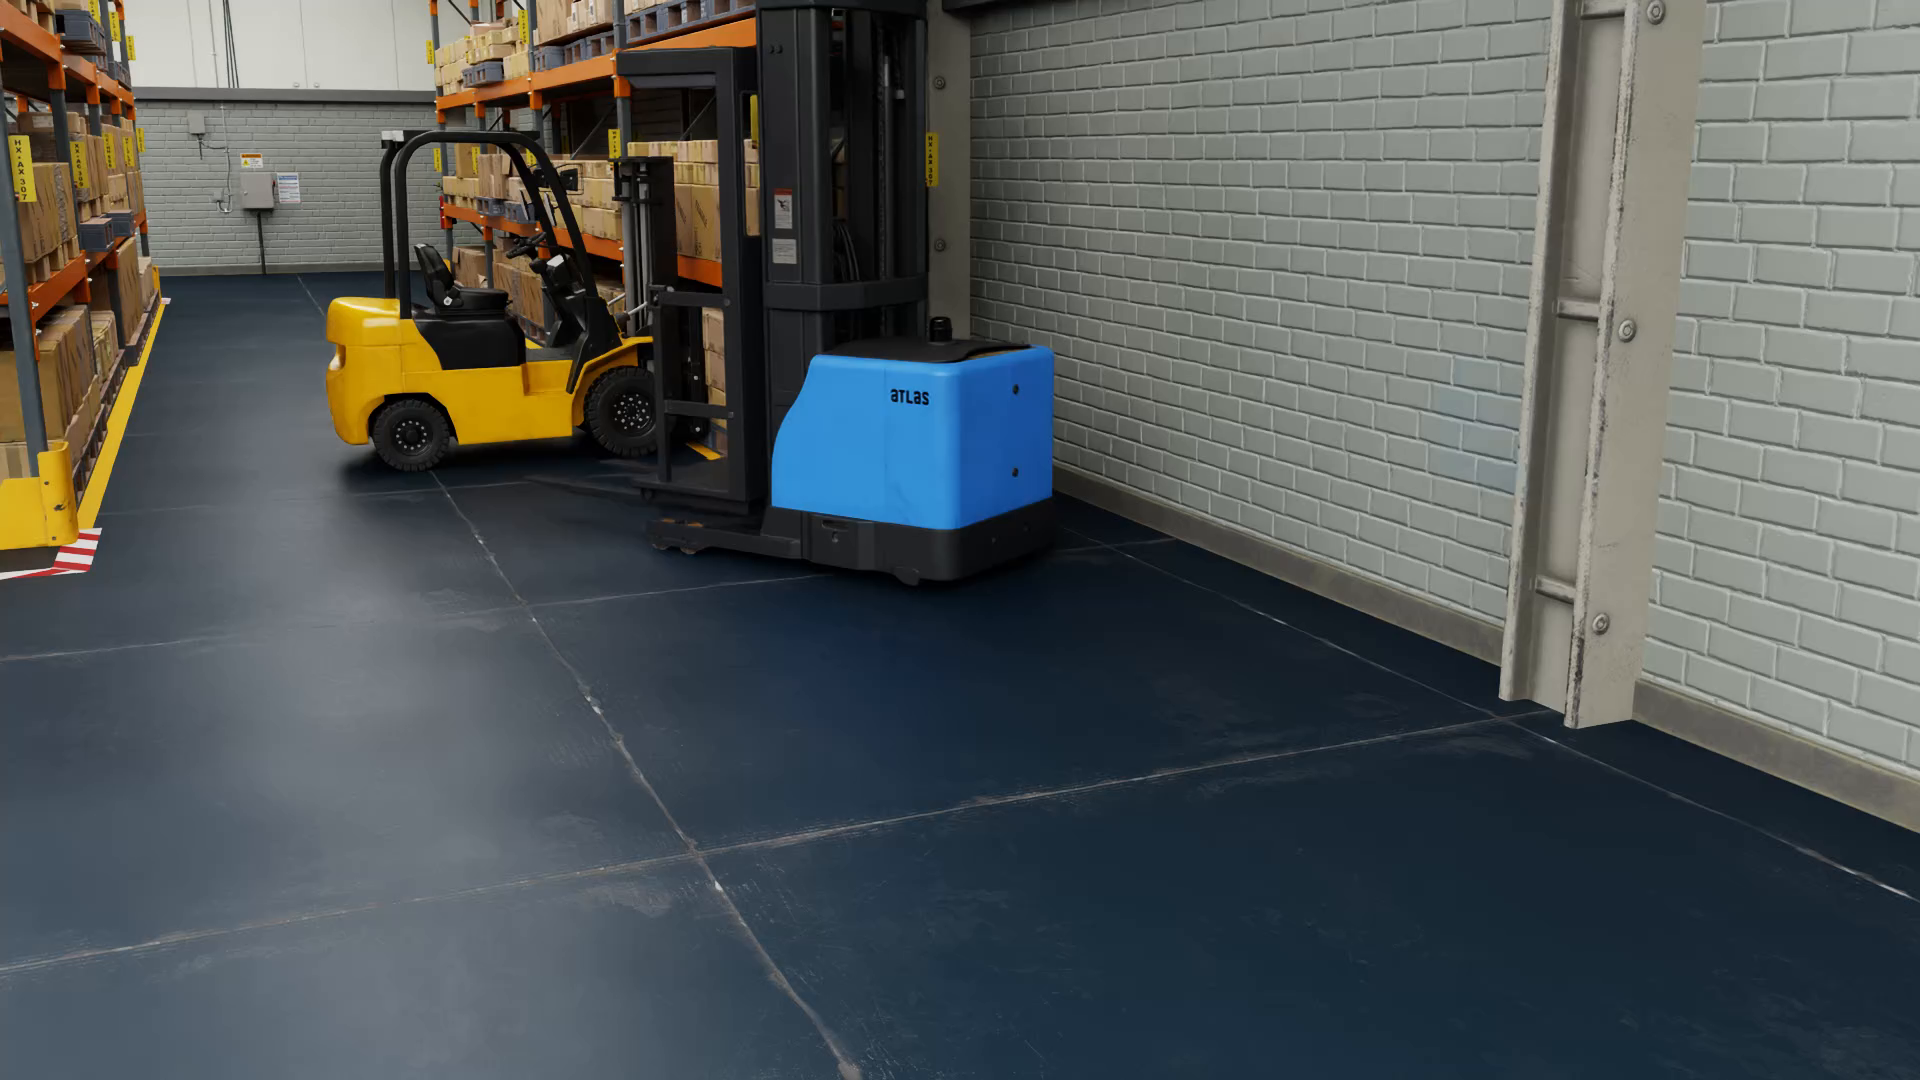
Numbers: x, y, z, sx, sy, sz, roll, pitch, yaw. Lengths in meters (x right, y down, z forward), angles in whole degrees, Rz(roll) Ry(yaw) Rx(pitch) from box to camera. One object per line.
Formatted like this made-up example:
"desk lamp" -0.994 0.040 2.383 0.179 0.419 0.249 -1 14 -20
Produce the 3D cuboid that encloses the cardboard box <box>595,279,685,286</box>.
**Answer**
"cardboard box" -3.122 -2.151 15.848 0.875 0.625 0.625 -6 14 -25

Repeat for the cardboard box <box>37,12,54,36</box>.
"cardboard box" -6.436 -3.533 11.387 0.380 0.149 0.250 -6 14 -23

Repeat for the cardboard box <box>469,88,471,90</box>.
"cardboard box" -6.010 -5.771 21.057 0.380 0.149 0.250 -6 14 -23

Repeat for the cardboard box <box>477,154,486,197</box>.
"cardboard box" -5.511 -4.467 20.364 0.700 0.500 0.500 -5 14 -22

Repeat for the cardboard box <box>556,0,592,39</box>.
"cardboard box" -3.423 -4.889 15.312 0.500 0.500 0.500 -5 14 -22

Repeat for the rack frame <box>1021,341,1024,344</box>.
"rack frame" 0.278 -0.518 8.778 0.008 1.050 0.200 9 16 33

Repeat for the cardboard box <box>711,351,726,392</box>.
"cardboard box" -1.366 -1.140 11.200 0.500 0.250 0.500 -6 14 -24

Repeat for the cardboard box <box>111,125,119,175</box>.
"cardboard box" -9.018 -4.032 17.201 0.500 0.500 0.500 -5 14 -22

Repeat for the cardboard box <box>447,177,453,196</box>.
"cardboard box" -6.965 -5.010 23.535 0.500 0.250 0.500 -5 14 -22

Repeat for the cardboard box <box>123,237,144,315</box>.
"cardboard box" -9.725 -2.933 18.671 0.875 0.875 0.875 -5 14 -21

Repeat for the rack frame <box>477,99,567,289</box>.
"rack frame" -5.500 -4.333 20.941 1.000 3.000 0.127 -6 14 -23

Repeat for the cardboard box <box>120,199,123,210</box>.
"cardboard box" -9.248 -3.530 17.803 0.500 0.250 0.500 -6 14 -24

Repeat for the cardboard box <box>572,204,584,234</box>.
"cardboard box" -3.328 -3.003 15.524 0.500 0.250 0.500 -5 14 -21

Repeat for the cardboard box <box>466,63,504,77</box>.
"cardboard box" -5.923 -5.944 20.919 0.500 0.250 0.500 -6 14 -23

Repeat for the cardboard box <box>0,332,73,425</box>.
"cardboard box" -5.533 -0.940 9.781 0.500 0.500 0.500 -6 14 -25

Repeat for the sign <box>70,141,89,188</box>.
"sign" -6.348 -2.704 11.980 0.100 0.325 0.005 -6 14 -23

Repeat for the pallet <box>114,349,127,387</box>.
"pallet" -8.133 -1.538 15.046 1.003 0.211 1.213 -6 14 -23

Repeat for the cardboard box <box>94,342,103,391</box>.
"cardboard box" -7.054 -1.264 12.576 0.950 0.372 0.625 -5 14 -22

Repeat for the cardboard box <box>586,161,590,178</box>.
"cardboard box" -3.175 -3.357 15.063 0.380 0.149 0.250 -5 14 -22

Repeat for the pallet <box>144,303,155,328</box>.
"pallet" -10.280 -2.690 20.025 1.003 0.211 1.213 -6 14 -23

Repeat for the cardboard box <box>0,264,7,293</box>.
"cardboard box" -5.186 -1.372 8.701 0.380 0.149 0.250 -6 14 -23

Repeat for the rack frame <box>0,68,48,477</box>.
"rack frame" -5.240 -1.405 8.289 1.000 3.000 0.127 -6 14 -23

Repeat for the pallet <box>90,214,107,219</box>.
"pallet" -7.614 -2.559 13.701 1.003 0.211 1.213 -6 14 -23

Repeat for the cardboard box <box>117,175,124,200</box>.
"cardboard box" -9.007 -3.672 17.309 0.500 0.250 0.500 -5 14 -22

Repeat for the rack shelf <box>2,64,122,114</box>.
"rack shelf" -9.246 -4.582 16.958 1.077 0.370 4.000 -6 14 -23

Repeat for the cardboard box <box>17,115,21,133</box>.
"cardboard box" -7.236 -3.290 13.182 0.380 0.149 0.250 -5 14 -20

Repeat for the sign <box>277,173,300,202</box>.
"sign" -11.576 -6.074 28.674 0.329 0.494 0.001 -6 14 -23

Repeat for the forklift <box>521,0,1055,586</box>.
"forklift" -1.033 -1.443 8.603 3.031 2.935 1.130 8 15 32

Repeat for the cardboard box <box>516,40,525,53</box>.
"cardboard box" -4.568 -5.300 17.915 0.380 0.149 0.250 -6 14 -23

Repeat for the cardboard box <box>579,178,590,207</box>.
"cardboard box" -3.139 -3.141 15.014 0.500 0.250 0.500 -5 14 -22

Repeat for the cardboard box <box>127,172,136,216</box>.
"cardboard box" -9.995 -4.054 19.511 0.500 0.500 0.500 -5 14 -21

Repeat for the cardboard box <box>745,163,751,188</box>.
"cardboard box" -1.218 -2.315 10.562 0.380 0.149 0.250 -5 14 -22

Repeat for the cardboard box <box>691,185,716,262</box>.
"cardboard box" -1.536 -2.195 11.479 0.500 0.500 0.500 -6 14 -24

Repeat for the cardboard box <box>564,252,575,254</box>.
"cardboard box" -4.685 -3.371 19.955 0.380 0.149 0.250 -5 14 -21

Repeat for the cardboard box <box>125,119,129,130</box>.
"cardboard box" -10.954 -5.355 21.476 0.380 0.149 0.250 -5 14 -22

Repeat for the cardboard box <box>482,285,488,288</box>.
"cardboard box" -5.992 -3.238 21.598 0.380 0.149 0.250 -6 14 -25

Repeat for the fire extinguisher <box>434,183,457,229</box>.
"fire extinguisher" -7.585 -4.929 24.514 0.296 0.674 0.183 -6 14 -23

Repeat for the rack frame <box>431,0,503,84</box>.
"rack frame" -7.102 -8.083 23.835 1.000 3.000 0.127 -6 14 -23

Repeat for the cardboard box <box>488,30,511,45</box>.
"cardboard box" -5.112 -5.657 18.750 0.380 0.149 0.250 -6 14 -23

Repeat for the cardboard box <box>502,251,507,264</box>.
"cardboard box" -5.418 -3.488 20.462 0.380 0.149 0.250 -6 14 -25

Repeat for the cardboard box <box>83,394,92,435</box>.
"cardboard box" -5.937 -0.784 10.772 0.500 0.250 0.500 -5 14 -22

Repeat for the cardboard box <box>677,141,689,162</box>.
"cardboard box" -1.851 -2.839 12.163 0.380 0.149 0.250 -6 14 -23

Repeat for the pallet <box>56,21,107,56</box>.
"pallet" -7.410 -3.953 13.060 1.213 0.211 1.003 -6 14 -23

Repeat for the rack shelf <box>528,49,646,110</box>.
"rack shelf" -3.097 -4.205 15.328 1.077 0.370 4.000 -6 14 -23

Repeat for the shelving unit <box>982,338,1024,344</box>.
"shelving unit" 0.177 -0.533 8.844 0.252 1.050 0.215 9 16 33

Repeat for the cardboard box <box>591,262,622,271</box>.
"cardboard box" -3.821 -2.946 18.119 0.380 0.149 0.250 -5 14 -20

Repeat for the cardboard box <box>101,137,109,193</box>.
"cardboard box" -8.008 -3.387 15.041 0.500 0.500 0.500 -6 14 -25

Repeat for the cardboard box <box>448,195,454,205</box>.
"cardboard box" -7.222 -4.945 24.140 0.380 0.149 0.250 -6 14 -23

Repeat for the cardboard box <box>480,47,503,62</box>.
"cardboard box" -5.334 -5.617 19.240 0.380 0.149 0.250 -6 14 -24

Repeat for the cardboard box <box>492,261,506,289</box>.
"cardboard box" -5.513 -3.200 20.656 0.500 0.500 0.500 -5 14 -21

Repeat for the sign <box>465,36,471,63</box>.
"sign" -5.994 -5.996 20.326 0.100 0.325 0.005 -6 14 -23

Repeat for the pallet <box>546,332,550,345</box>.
"pallet" -3.604 -1.975 16.935 1.003 0.211 1.213 -6 14 -23

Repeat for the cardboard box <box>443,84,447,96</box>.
"cardboard box" -6.966 -6.245 23.105 0.380 0.149 0.250 -5 14 -22
